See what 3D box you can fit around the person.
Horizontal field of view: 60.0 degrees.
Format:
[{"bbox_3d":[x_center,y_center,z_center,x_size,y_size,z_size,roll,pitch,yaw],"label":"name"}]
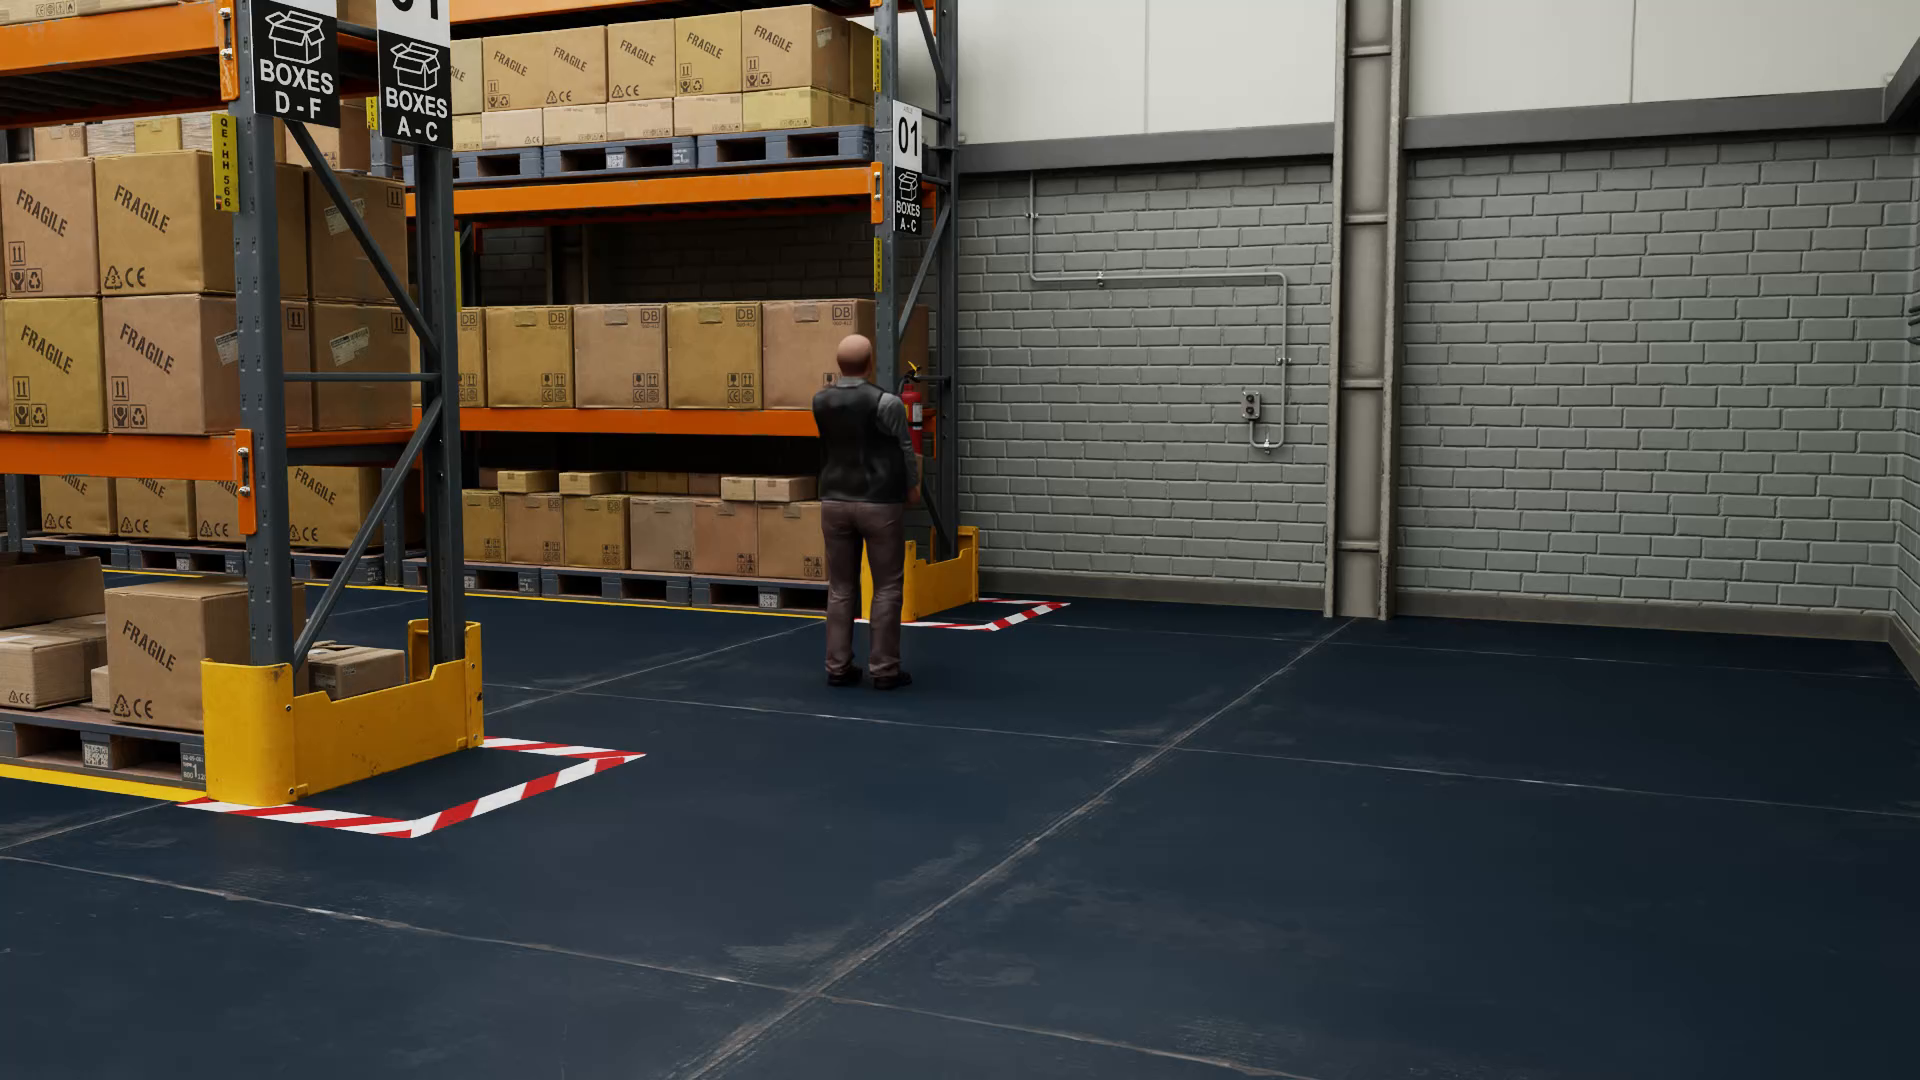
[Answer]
[{"bbox_3d":[-0.450,-0.148,8.218,0.495,1.718,0.547,2,6,24],"label":"person"}]
